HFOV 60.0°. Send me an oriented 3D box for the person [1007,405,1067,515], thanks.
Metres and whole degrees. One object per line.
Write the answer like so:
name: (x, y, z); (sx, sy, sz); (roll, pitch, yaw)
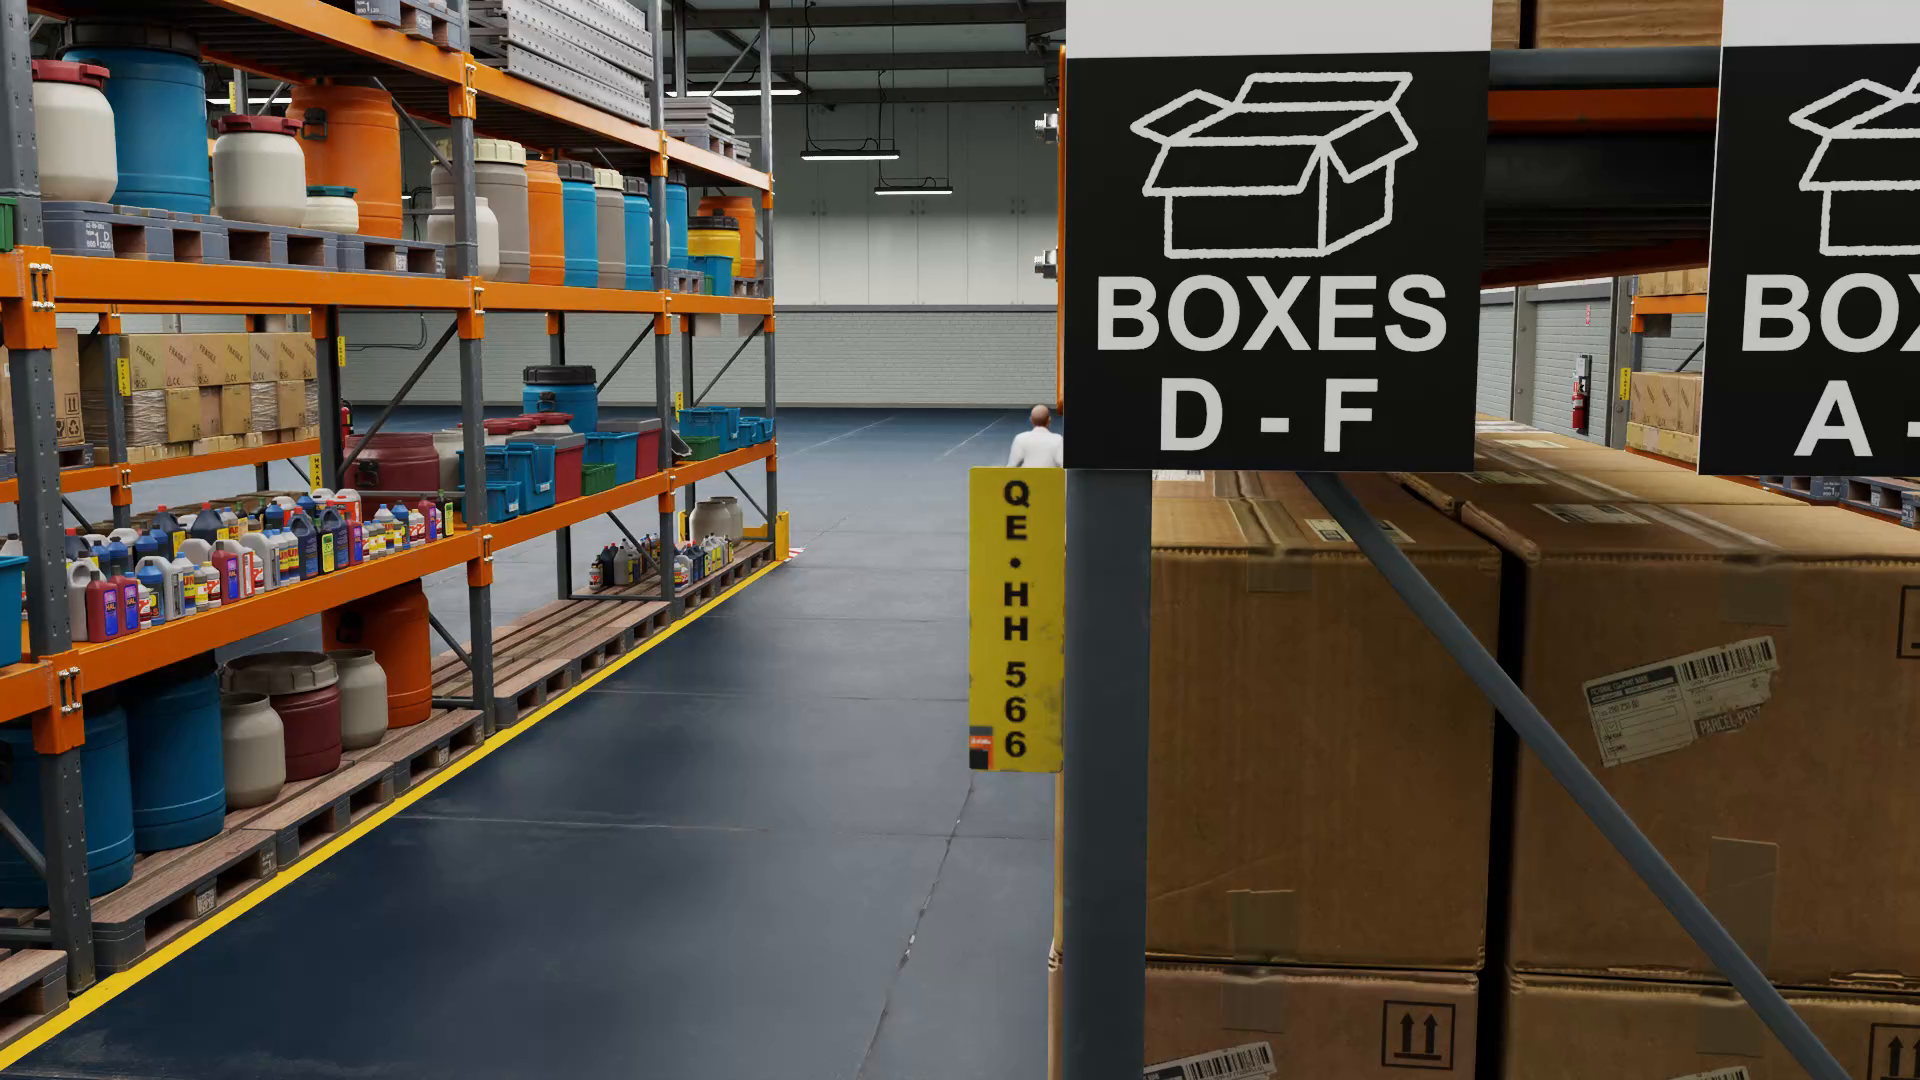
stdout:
person: (0.719, -0.359, 15.557); (0.685, 1.805, 0.558); (1, 7, 6)
